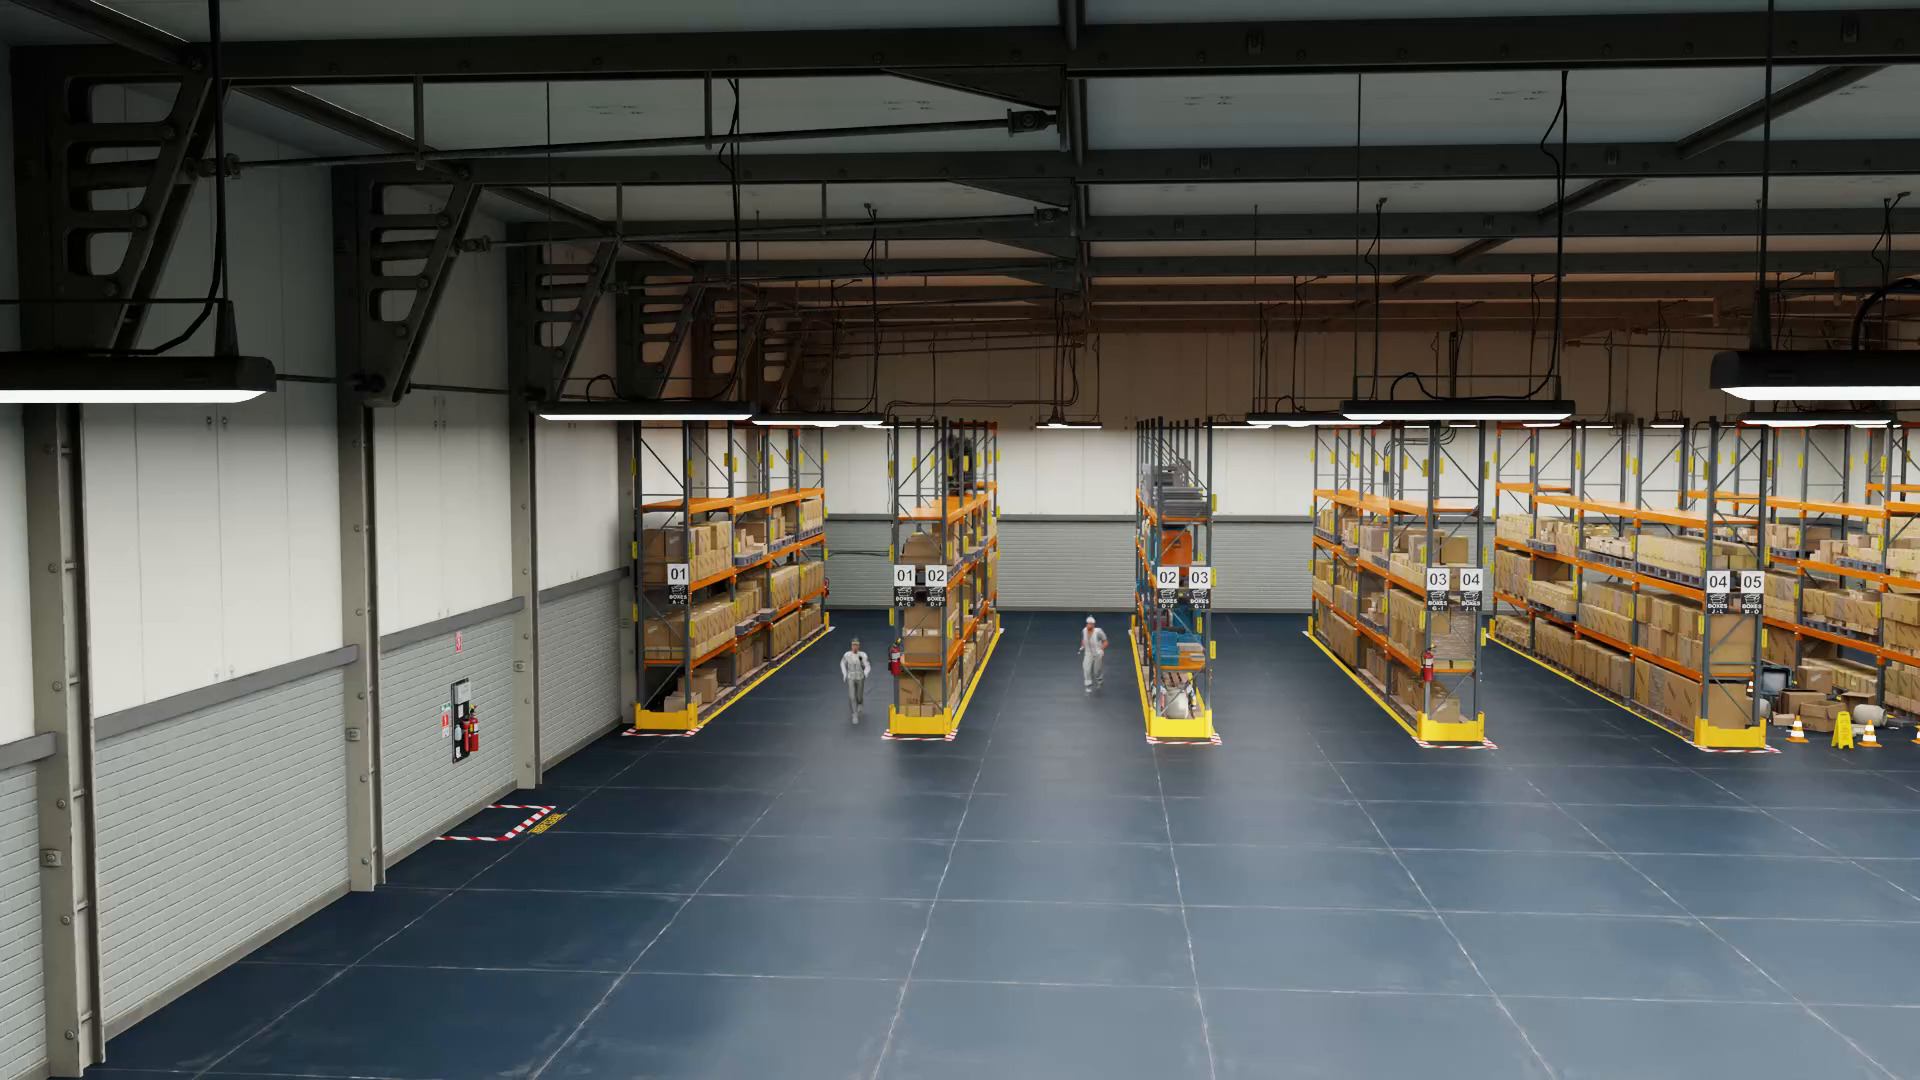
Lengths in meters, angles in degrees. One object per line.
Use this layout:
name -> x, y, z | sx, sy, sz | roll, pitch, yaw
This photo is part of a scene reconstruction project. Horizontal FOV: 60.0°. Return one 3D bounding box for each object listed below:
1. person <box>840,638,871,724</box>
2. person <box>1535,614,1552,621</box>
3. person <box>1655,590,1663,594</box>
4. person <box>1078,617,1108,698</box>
person -> -2.070, 2.754, 32.934 | 0.603, 1.668, 0.743 | 0, 4, -1
person -> 16.770, 1.773, 47.816 | 0.771, 1.727, 0.580 | -1, 4, -14
person -> 17.328, 2.125, 41.371 | 0.671, 1.783, 0.884 | 0, 4, -1
person -> 2.946, 2.505, 36.060 | 0.643, 1.755, 0.953 | 2, 4, 26
